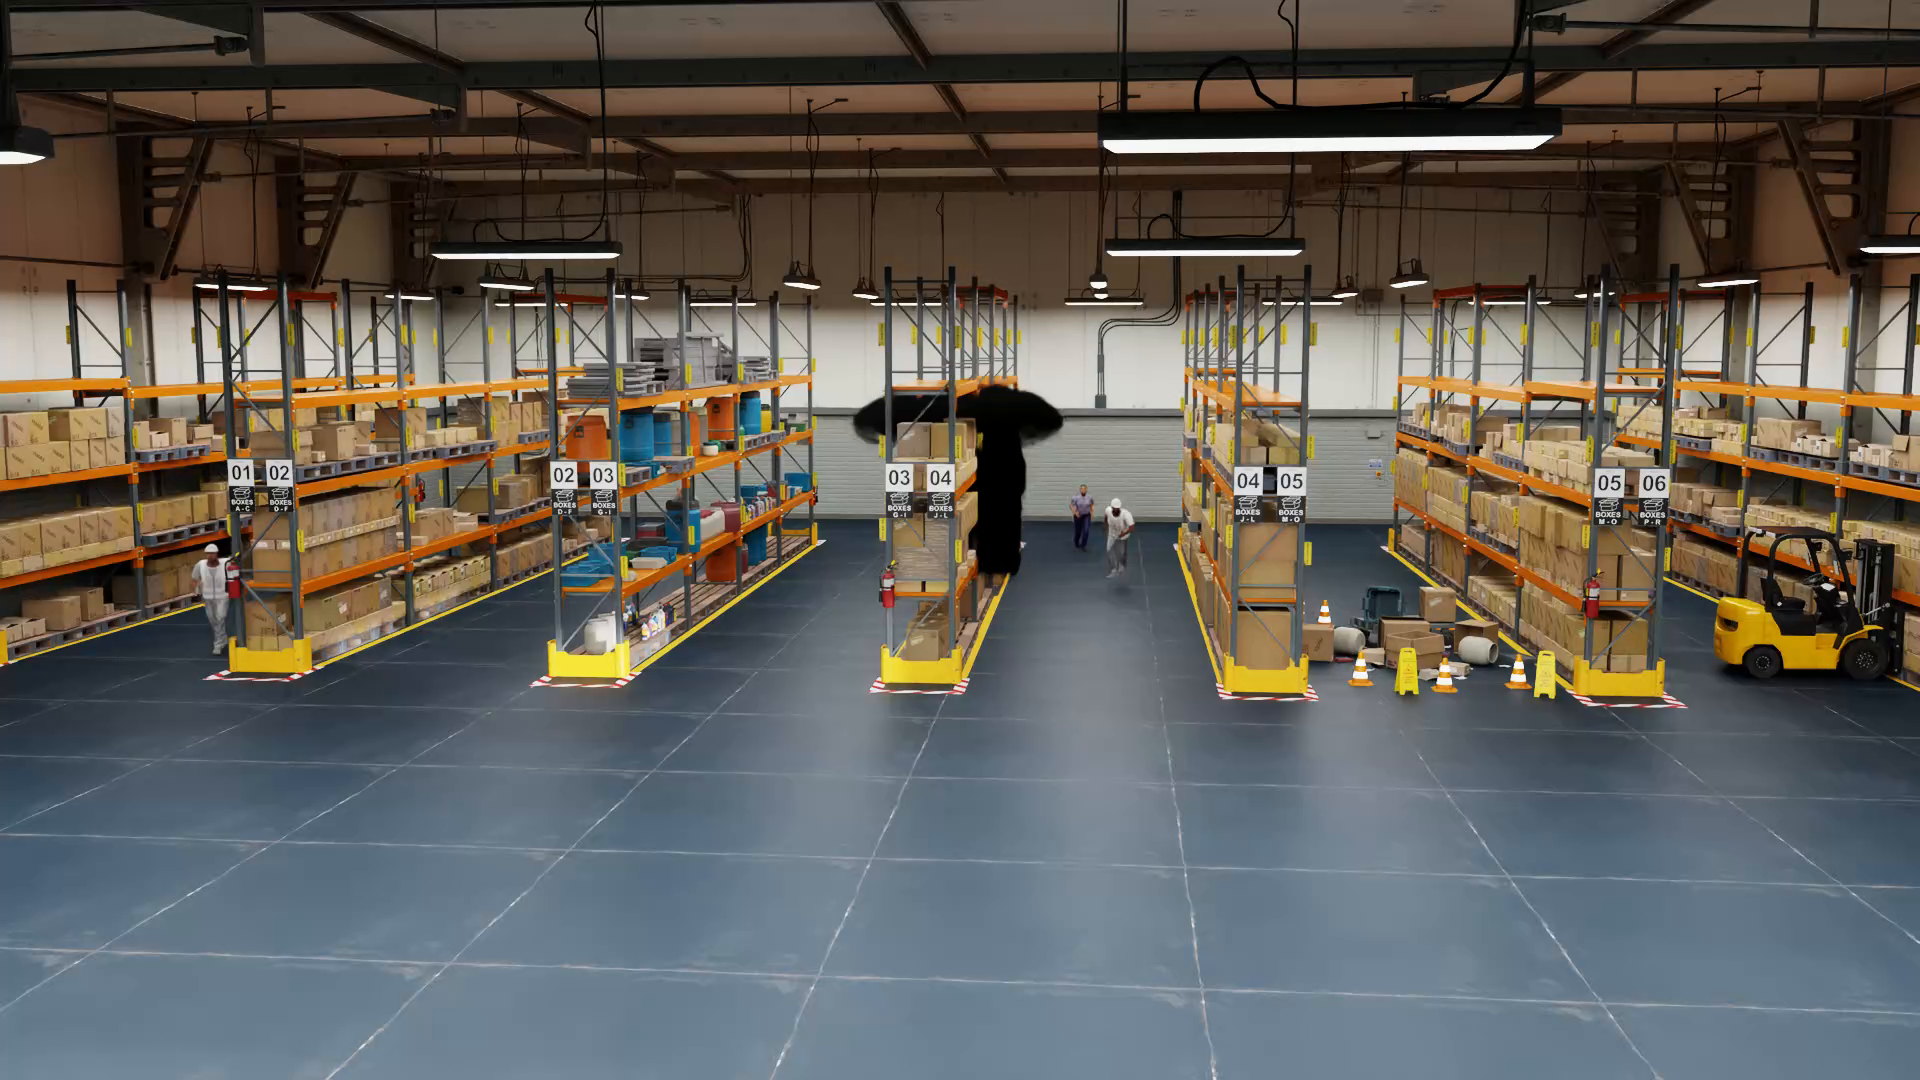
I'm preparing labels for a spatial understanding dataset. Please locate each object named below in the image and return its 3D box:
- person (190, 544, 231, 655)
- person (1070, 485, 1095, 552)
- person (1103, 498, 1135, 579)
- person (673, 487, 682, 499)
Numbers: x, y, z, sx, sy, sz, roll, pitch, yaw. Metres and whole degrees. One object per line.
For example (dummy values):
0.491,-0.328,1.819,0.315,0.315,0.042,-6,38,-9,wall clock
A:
-11.853,0.910,26.528,0.705,1.747,0.971,-1,7,-10,person
2.871,-0.525,39.165,0.608,1.595,0.633,-1,7,-6,person
3.166,-0.065,33.049,0.729,1.611,1.071,3,8,22,person
-6.468,-0.474,38.794,0.549,1.564,0.903,0,7,-4,person
